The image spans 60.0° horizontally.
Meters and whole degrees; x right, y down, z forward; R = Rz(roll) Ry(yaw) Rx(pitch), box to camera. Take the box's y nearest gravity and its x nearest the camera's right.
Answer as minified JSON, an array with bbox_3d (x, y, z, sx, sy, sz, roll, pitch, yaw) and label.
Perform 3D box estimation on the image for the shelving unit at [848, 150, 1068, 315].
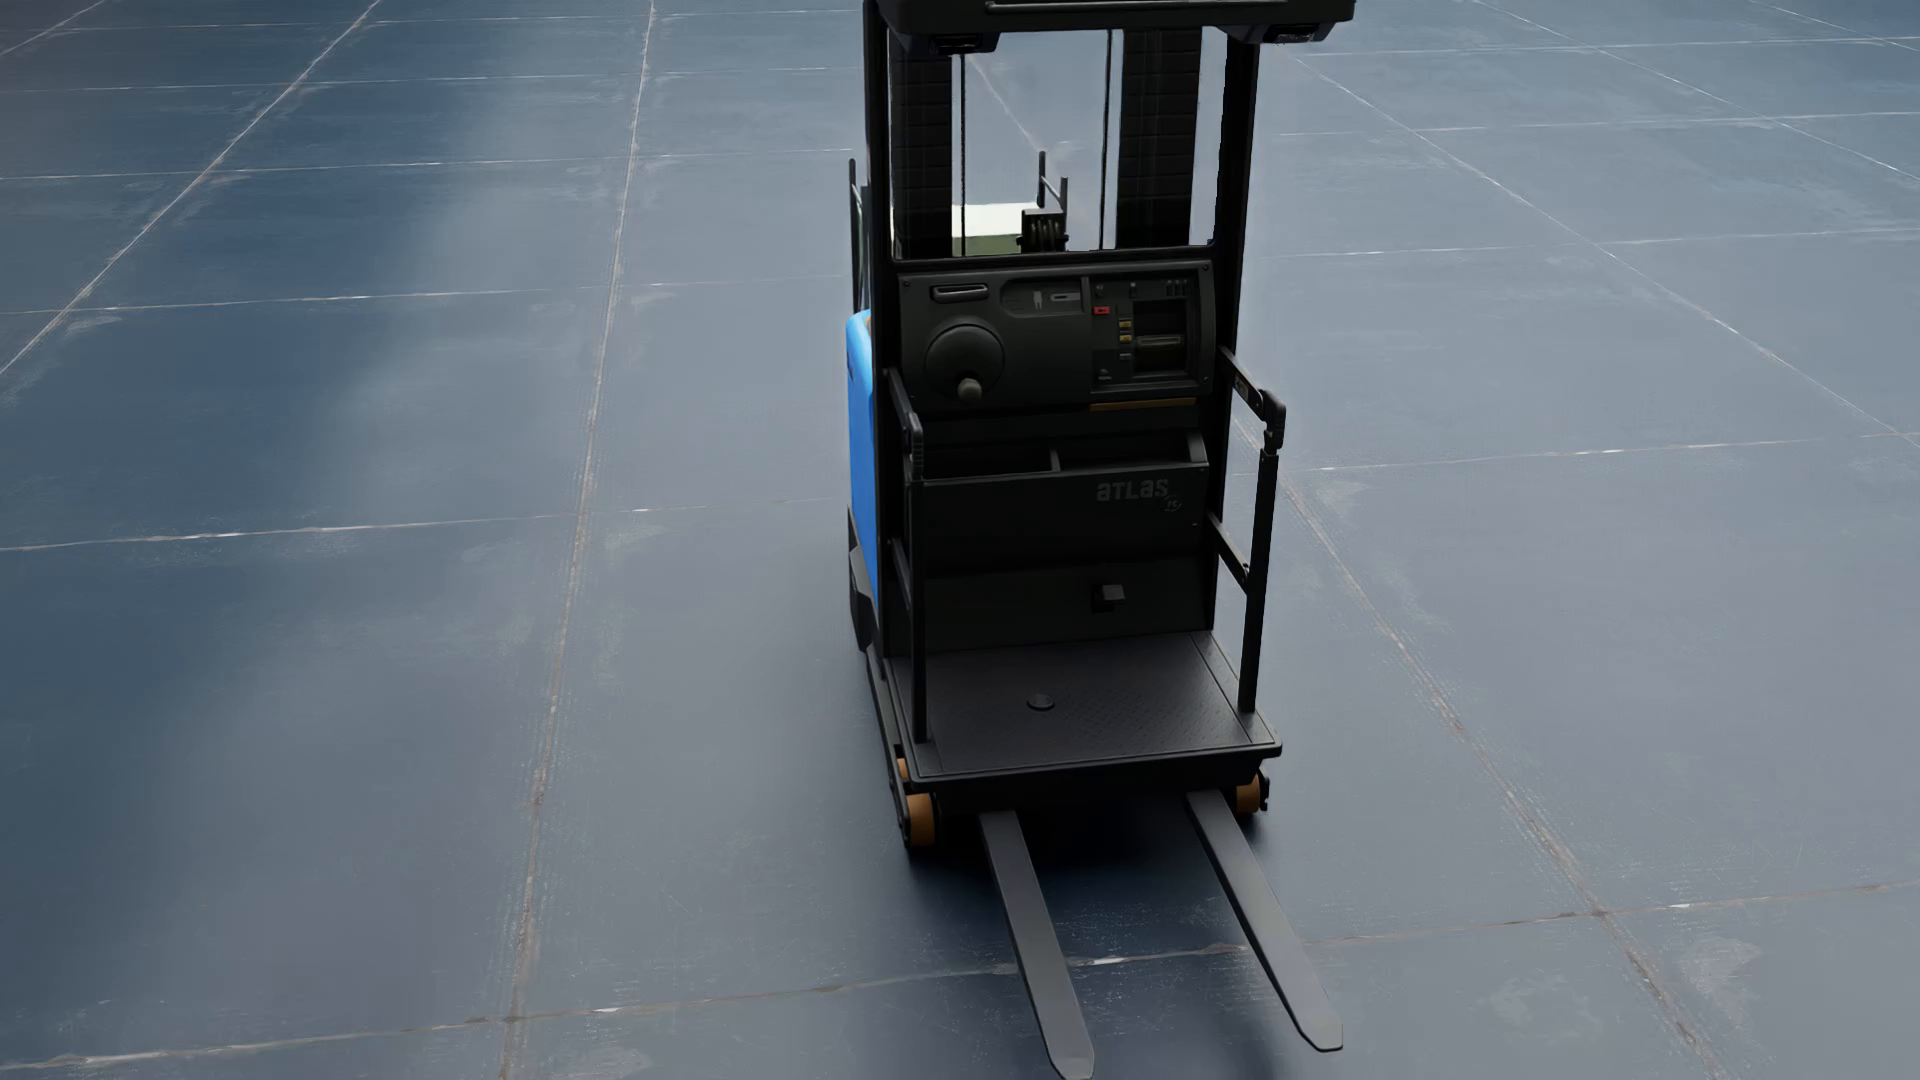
[{"bbox_3d":[-0.015,-0.712,6.495,0.755,1.500,0.431,-5,28,-9],"label":"shelving unit"}]

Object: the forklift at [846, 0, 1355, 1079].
[{"bbox_3d":[0.324,-0.563,4.636,1.130,2.935,3.031,-4,27,-8],"label":"forklift"}]

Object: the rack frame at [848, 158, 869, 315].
[{"bbox_3d":[-0.375,-0.683,6.438,0.023,1.500,0.400,-5,28,-9],"label":"rack frame"}]

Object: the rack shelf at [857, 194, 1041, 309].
[{"bbox_3d":[-0.015,-1.059,6.317,0.720,0.370,0.431,-5,28,-9],"label":"rack shelf"}]

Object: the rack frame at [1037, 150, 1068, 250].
[{"bbox_3d":[0.346,-0.742,6.552,0.023,1.500,0.400,-5,28,-9],"label":"rack frame"}]
